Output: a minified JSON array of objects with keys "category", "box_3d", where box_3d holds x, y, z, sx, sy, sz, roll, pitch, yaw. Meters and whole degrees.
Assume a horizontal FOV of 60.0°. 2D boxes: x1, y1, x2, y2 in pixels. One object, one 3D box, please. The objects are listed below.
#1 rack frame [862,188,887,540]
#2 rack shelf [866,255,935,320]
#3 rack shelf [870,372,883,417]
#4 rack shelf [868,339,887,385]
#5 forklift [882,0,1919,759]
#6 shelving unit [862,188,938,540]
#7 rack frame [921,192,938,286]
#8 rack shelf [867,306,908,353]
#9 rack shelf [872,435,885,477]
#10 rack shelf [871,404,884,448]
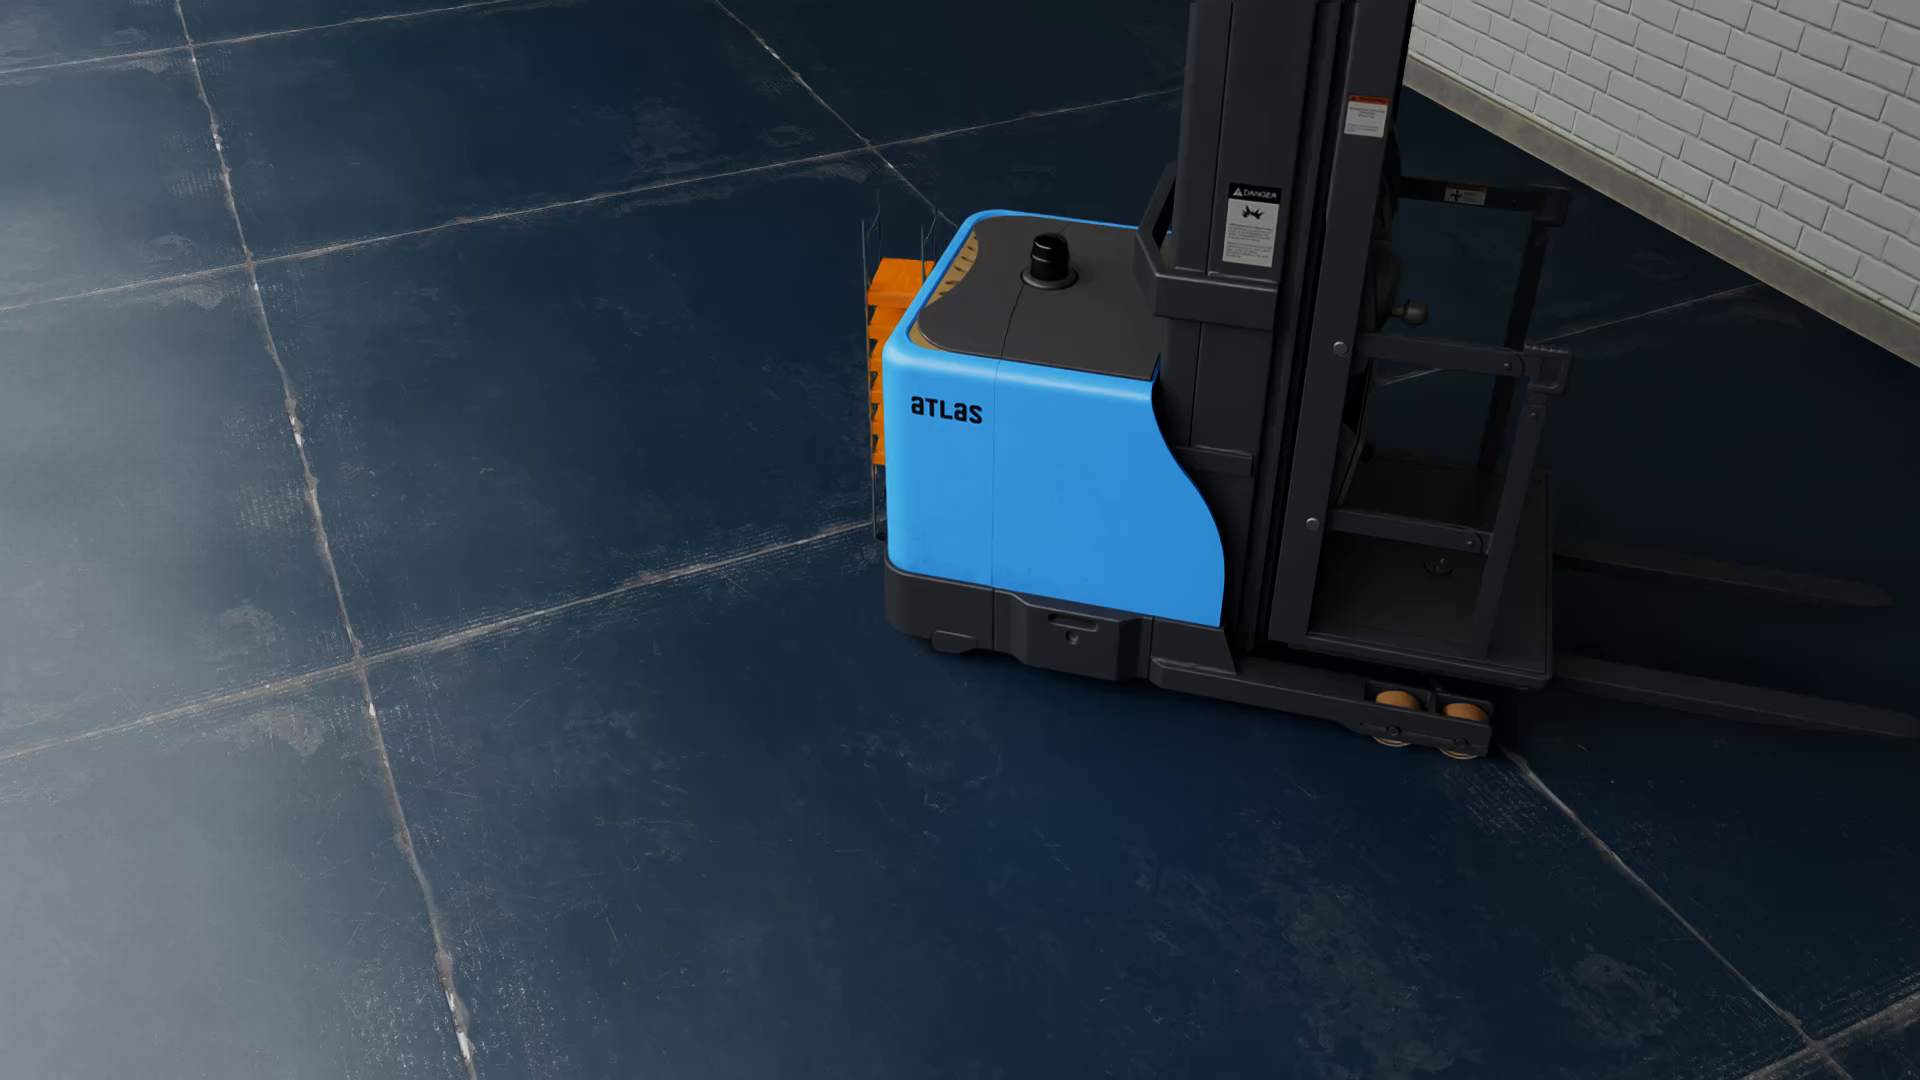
[{"category":"rack frame","box_3d":[-0.274,-0.553,5.489,0.006,1.200,0.240,6,37,8]},{"category":"rack shelf","box_3d":[-0.184,-0.797,5.288,0.180,0.103,0.258,6,37,8]},{"category":"rack shelf","box_3d":[-0.184,-0.508,5.503,0.180,0.103,0.258,6,37,8]},{"category":"rack shelf","box_3d":[-0.184,-0.605,5.431,0.180,0.103,0.258,6,37,8]},{"category":"forklift","box_3d":[1.339,-0.888,4.487,3.031,2.935,1.130,10,38,13]},{"category":"shelving unit","box_3d":[-0.184,-0.544,5.476,0.189,1.200,0.258,6,37,8]},{"category":"rack frame","box_3d":[-0.093,-0.535,5.464,0.006,1.200,0.240,6,37,8]},{"category":"rack shelf","box_3d":[-0.184,-0.701,5.360,0.180,0.103,0.258,6,37,8]},{"category":"rack shelf","box_3d":[-0.184,-0.316,5.646,0.180,0.103,0.258,6,37,8]},{"category":"rack shelf","box_3d":[-0.184,-0.412,5.574,0.180,0.103,0.258,6,37,8]}]
